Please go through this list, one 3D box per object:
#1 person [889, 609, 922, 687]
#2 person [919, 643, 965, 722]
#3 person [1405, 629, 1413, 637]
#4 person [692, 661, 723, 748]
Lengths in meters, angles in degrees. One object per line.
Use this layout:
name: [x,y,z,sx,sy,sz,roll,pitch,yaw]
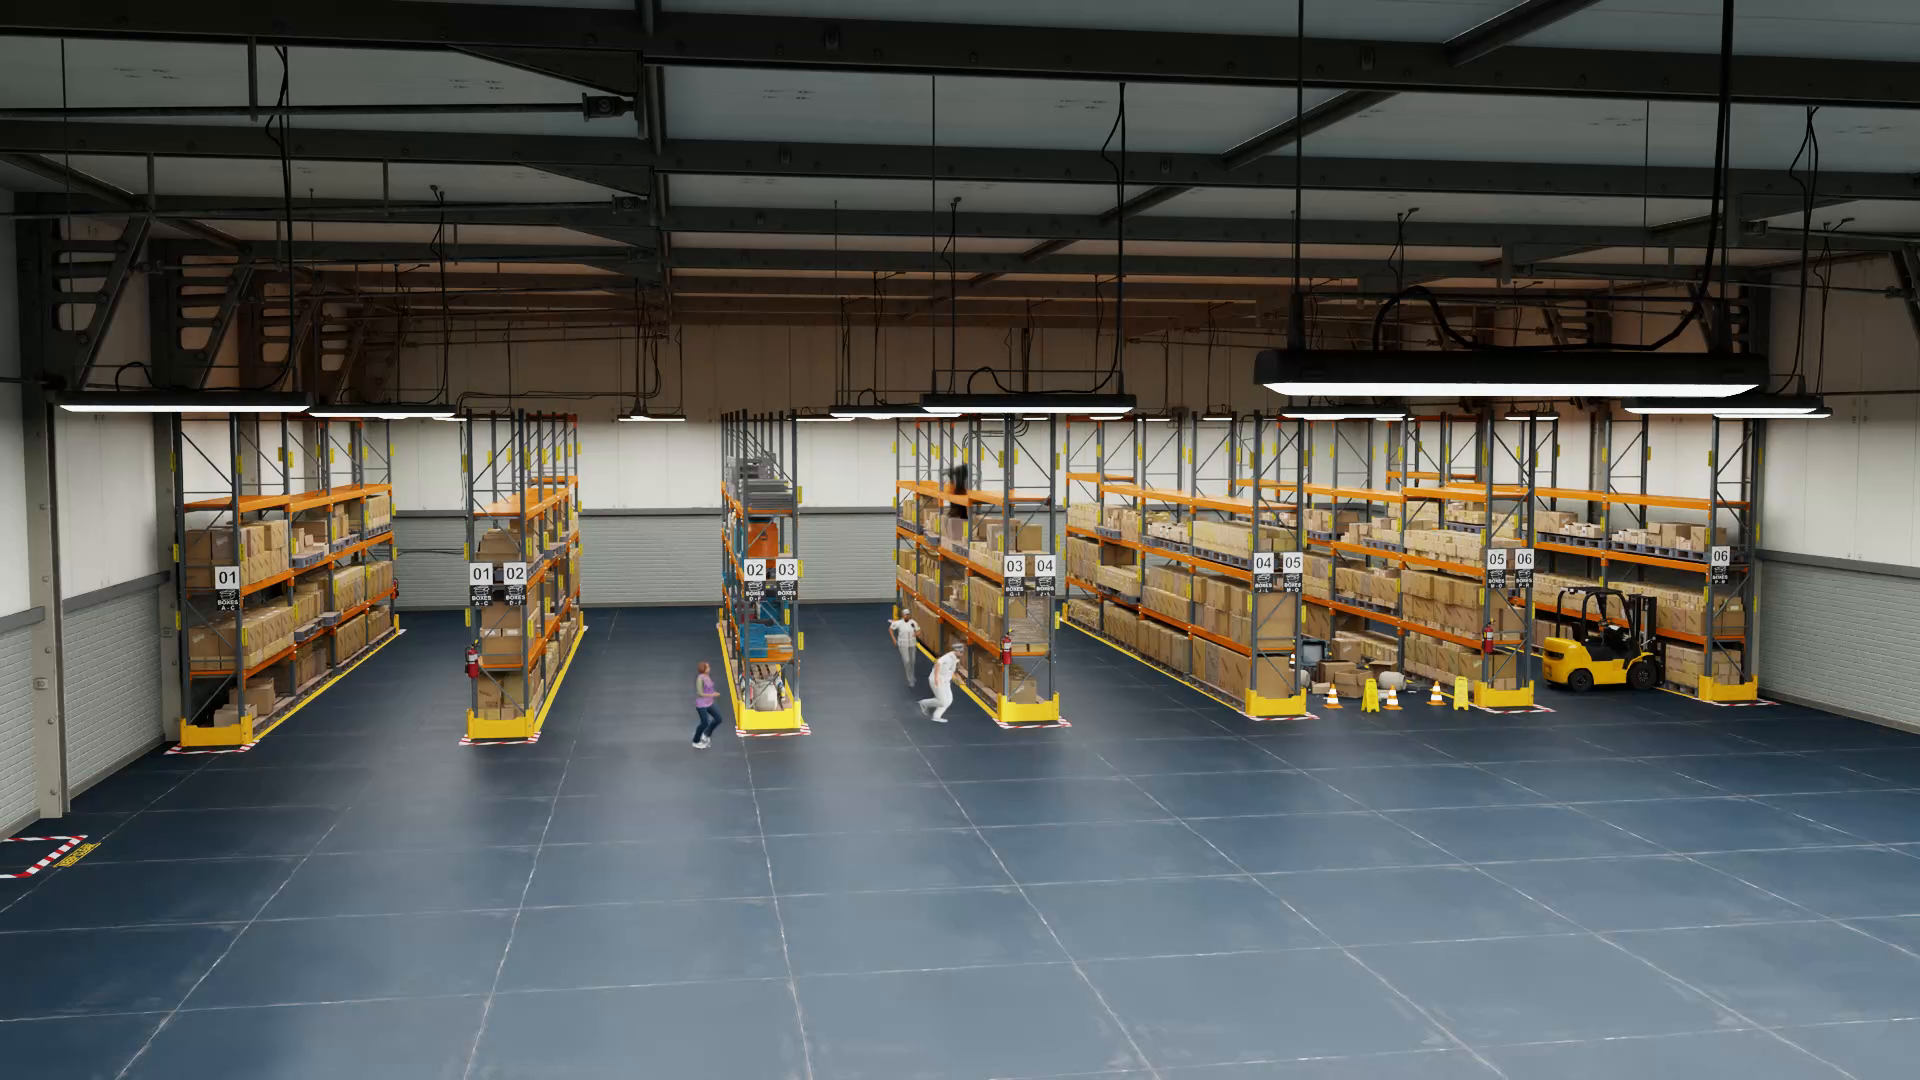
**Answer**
person: [-1.177,2.362,36.491,0.689,1.715,0.765,-1,4,-17]
person: [-0.352,2.740,31.841,0.927,1.550,0.682,2,4,21]
person: [11.577,1.957,42.186,0.596,1.650,0.530,-2,4,-21]
person: [-4.495,2.897,29.211,0.564,1.556,0.479,2,4,21]
